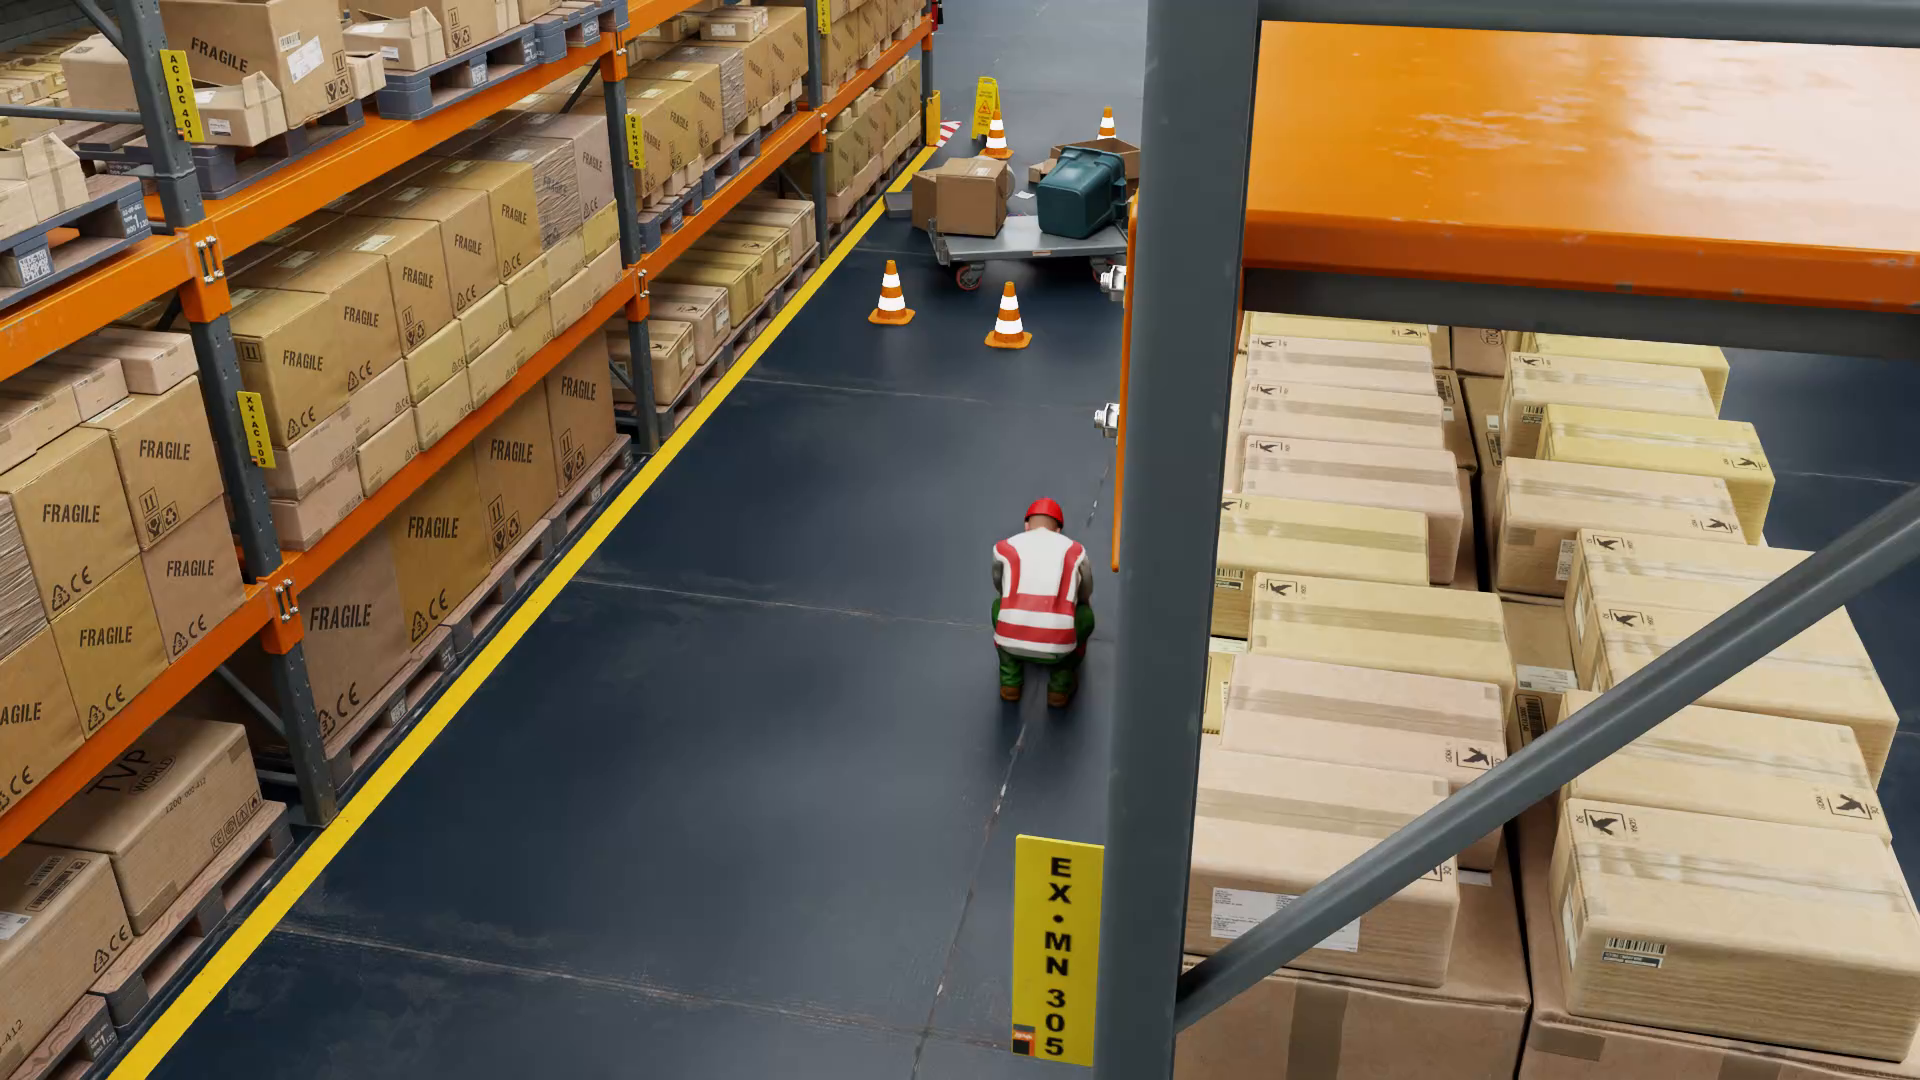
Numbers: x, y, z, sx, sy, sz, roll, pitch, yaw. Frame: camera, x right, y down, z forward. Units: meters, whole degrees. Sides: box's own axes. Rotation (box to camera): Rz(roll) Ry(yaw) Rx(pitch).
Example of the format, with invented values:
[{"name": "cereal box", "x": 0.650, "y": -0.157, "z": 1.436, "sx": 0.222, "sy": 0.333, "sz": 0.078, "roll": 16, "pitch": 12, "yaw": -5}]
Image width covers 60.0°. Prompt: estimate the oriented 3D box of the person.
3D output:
[{"name": "person", "x": 0.411, "y": 0.338, "z": 8.479, "sx": 0.560, "sy": 0.876, "sz": 0.892, "roll": 6, "pitch": 29, "yaw": 11}]
